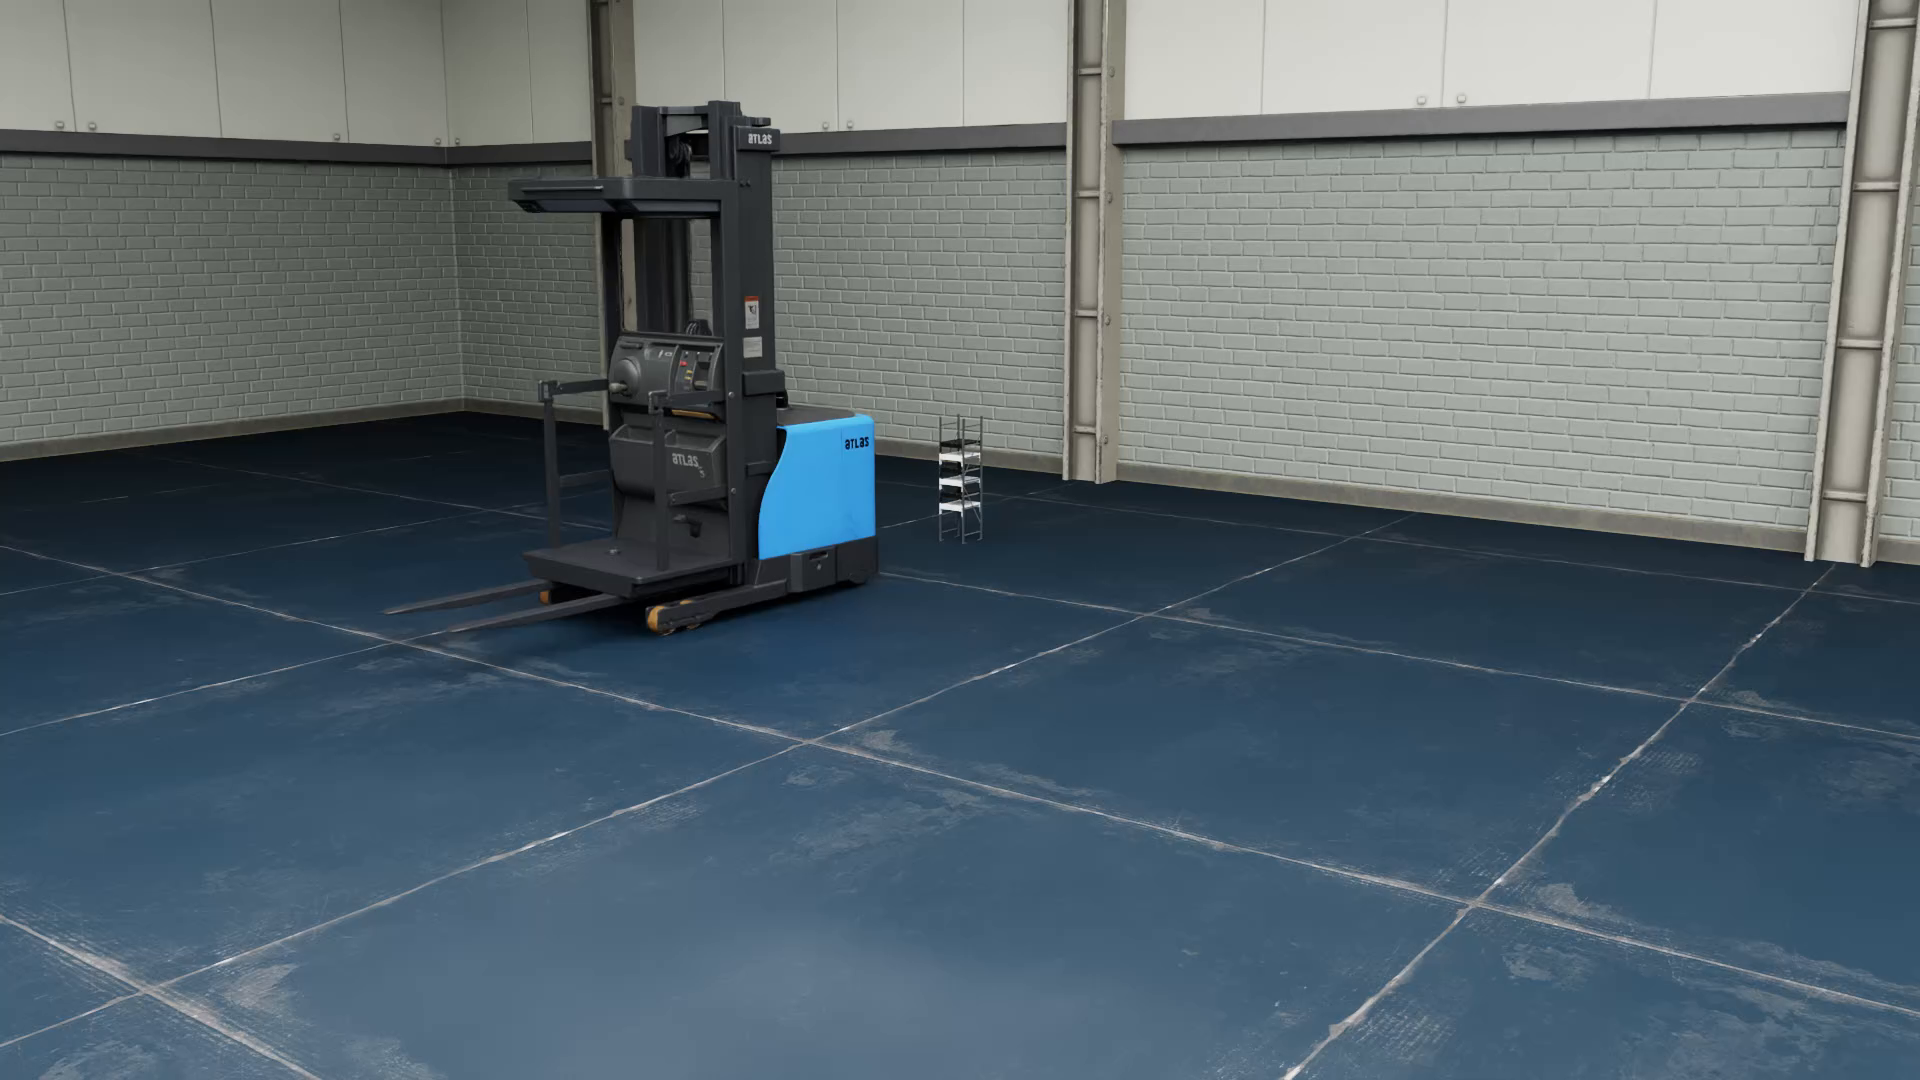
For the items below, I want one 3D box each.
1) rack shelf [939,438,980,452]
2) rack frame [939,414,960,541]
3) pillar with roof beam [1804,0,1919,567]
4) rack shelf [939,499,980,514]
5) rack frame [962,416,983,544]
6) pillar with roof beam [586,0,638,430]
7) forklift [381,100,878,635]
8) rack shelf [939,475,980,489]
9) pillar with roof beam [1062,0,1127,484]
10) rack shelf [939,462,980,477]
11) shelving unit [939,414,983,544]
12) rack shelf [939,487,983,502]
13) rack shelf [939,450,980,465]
[{"bbox_3d":[0.007,-0.673,11.895,0.200,0.077,0.258,8,13,36],"label":"rack shelf"},{"bbox_3d":[-0.075,-0.452,11.999,0.006,0.900,0.240,8,13,36],"label":"rack frame"},{"bbox_3d":[3.446,-3.623,7.063,0.400,9.000,9.100,8,13,36],"label":"pillar with roof beam"},{"bbox_3d":[0.007,-0.231,11.980,0.200,0.077,0.258,8,13,36],"label":"rack shelf"},{"bbox_3d":[0.088,-0.429,11.880,0.006,0.900,0.240,8,13,36],"label":"rack frame"},{"bbox_3d":[-6.226,-4.972,14.037,0.400,9.000,9.100,8,13,36],"label":"pillar with roof beam"},{"bbox_3d":[-1.857,-1.015,9.557,1.130,2.935,3.031,9,14,39],"label":"forklift"},{"bbox_3d":[0.007,-0.408,11.946,0.200,0.077,0.258,8,13,36],"label":"rack shelf"},{"bbox_3d":[-1.390,-4.297,10.550,0.400,9.000,9.100,8,13,36],"label":"pillar with roof beam"},{"bbox_3d":[0.007,-0.497,11.929,0.200,0.077,0.258,8,13,36],"label":"rack shelf"},{"bbox_3d":[0.007,-0.441,11.939,0.210,0.900,0.258,8,13,36],"label":"shelving unit"},{"bbox_3d":[0.007,-0.320,11.963,0.200,0.077,0.258,8,13,36],"label":"rack shelf"},{"bbox_3d":[0.007,-0.585,11.912,0.200,0.077,0.258,8,13,36],"label":"rack shelf"}]
